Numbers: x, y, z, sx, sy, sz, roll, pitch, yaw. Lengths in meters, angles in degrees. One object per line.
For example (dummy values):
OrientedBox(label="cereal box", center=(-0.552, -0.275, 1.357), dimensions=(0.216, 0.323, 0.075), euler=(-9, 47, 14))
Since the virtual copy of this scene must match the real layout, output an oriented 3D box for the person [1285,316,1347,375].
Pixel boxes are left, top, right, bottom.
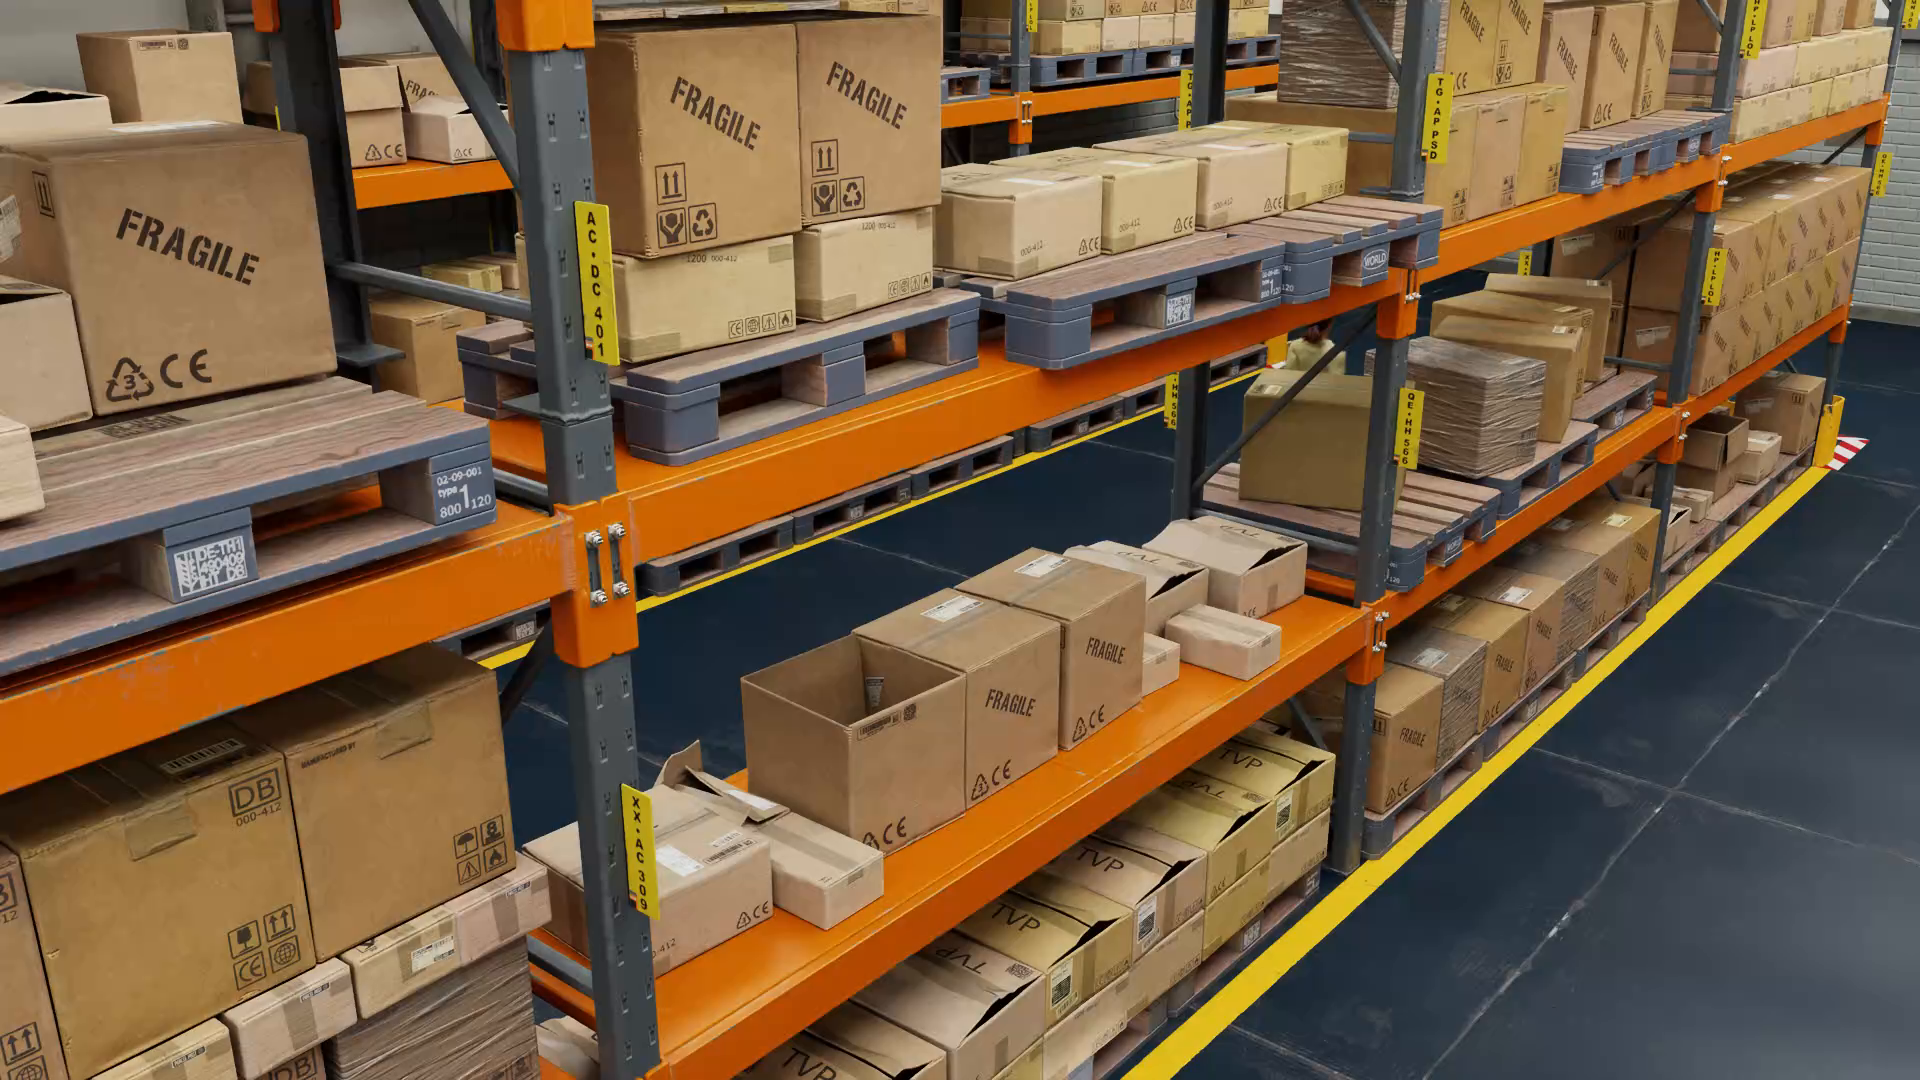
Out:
OrientedBox(label="person", center=(2.405, -0.821, 11.263), dimensions=(0.685, 1.650, 0.439), euler=(-19, 27, -41))
